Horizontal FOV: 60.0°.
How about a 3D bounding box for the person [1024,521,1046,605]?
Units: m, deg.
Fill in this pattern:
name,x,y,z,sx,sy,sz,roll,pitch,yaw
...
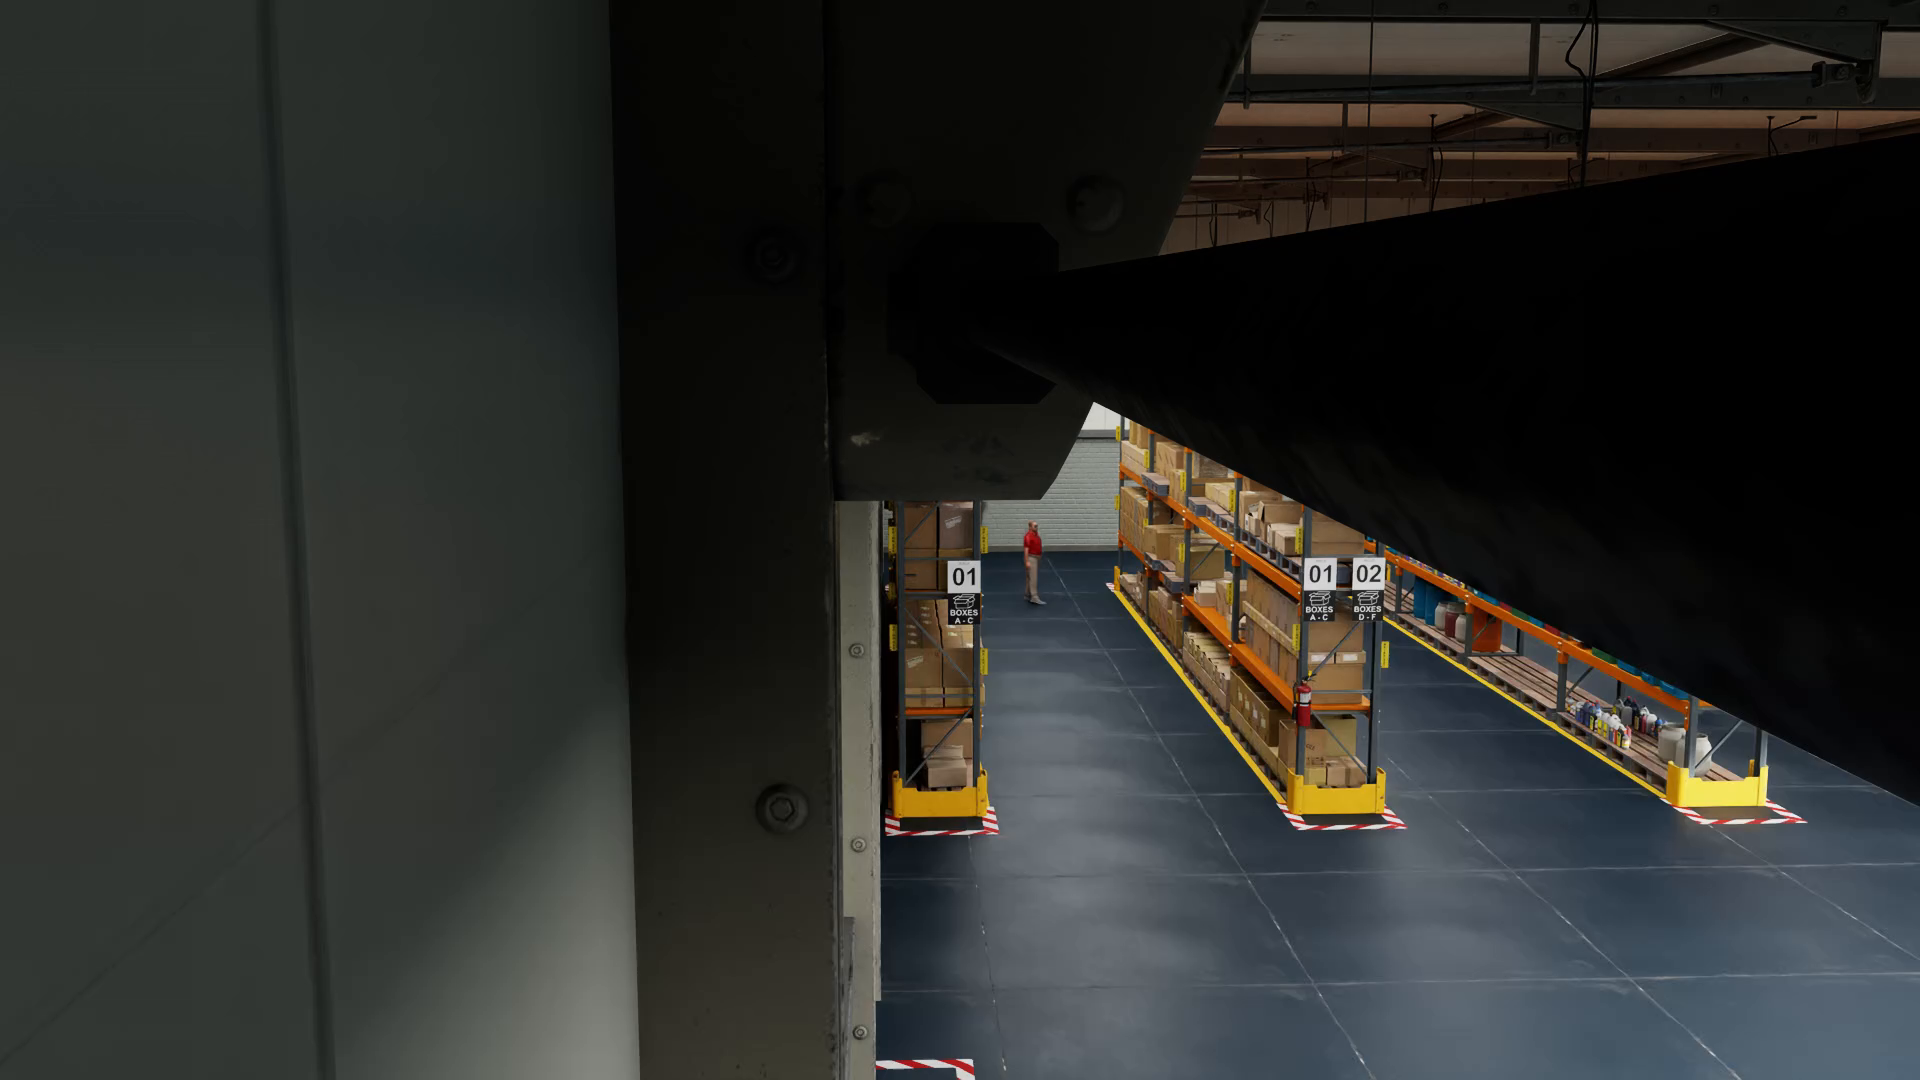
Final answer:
name,x,y,z,sx,sy,sz,roll,pitch,yaw
person,1.610,0.458,34.975,0.559,1.746,0.570,4,9,24
